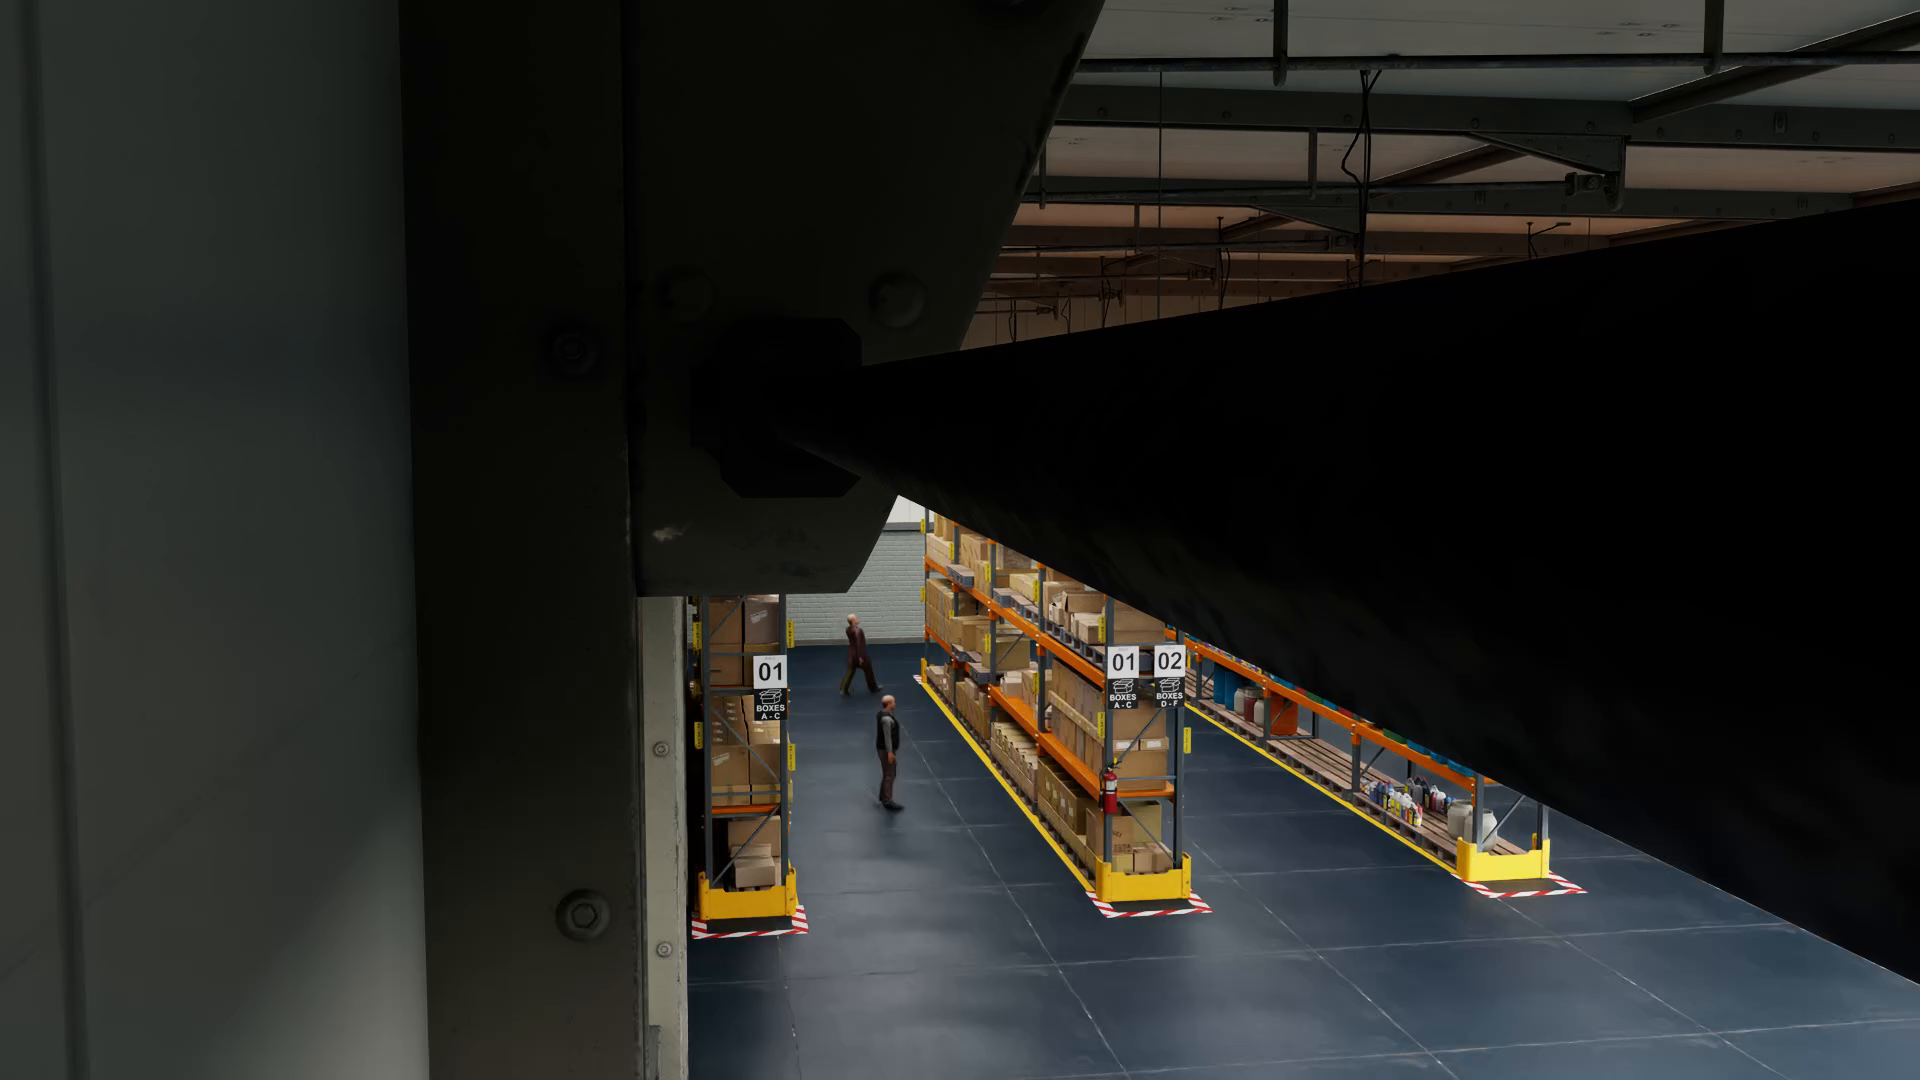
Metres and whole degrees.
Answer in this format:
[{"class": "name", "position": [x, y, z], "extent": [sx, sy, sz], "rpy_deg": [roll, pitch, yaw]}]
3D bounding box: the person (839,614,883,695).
[{"class": "person", "position": [-2.093, 2.399, 34.887], "extent": [0.560, 1.716, 1.108], "rpy_deg": [4, 7, 41]}]

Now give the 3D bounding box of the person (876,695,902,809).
[{"class": "person", "position": [-1.094, 3.273, 25.490], "extent": [0.387, 1.808, 0.606], "rpy_deg": [-1, 5, -6]}]
